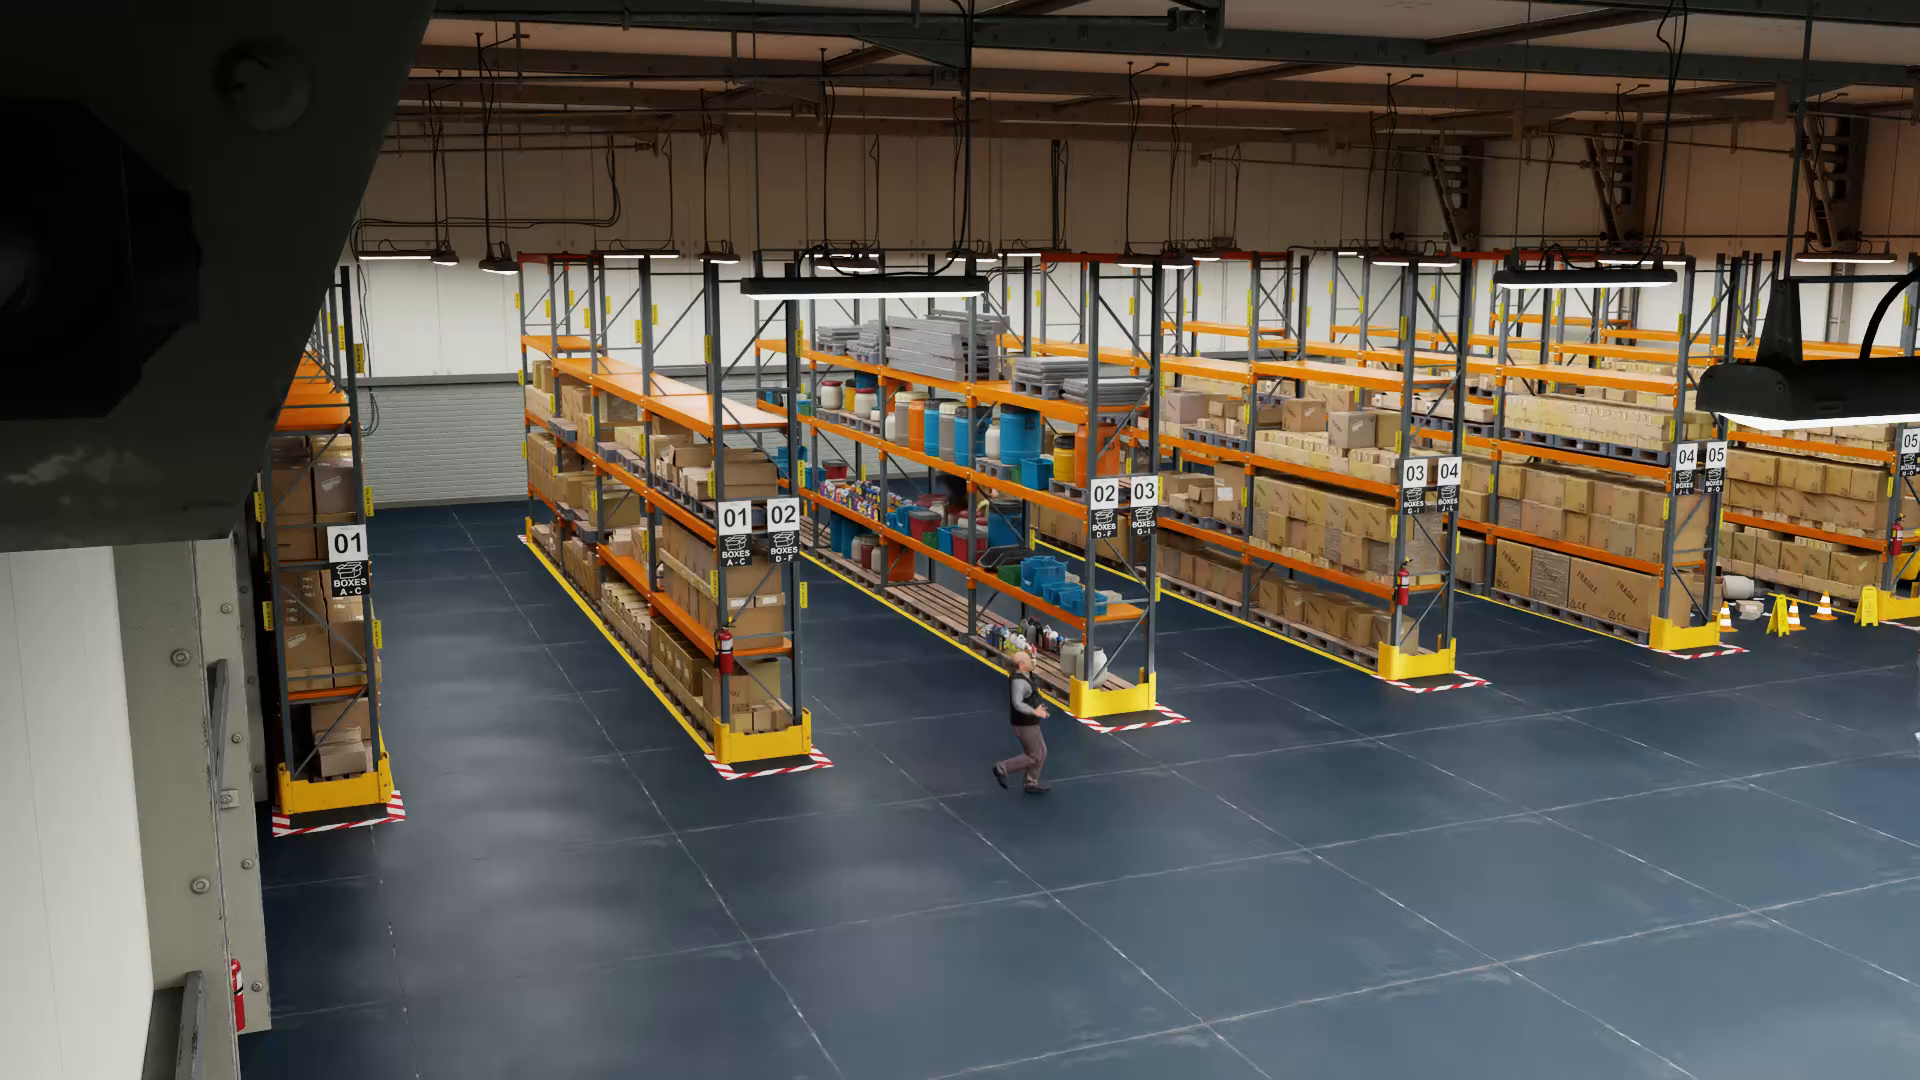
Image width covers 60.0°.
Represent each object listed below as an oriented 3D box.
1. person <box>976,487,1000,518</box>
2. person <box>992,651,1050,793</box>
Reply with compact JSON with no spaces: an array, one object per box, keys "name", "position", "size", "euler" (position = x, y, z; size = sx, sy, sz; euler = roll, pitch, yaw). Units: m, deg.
[{"name":"person","position":[0.648,-0.249,31.717],"size":[0.573,1.519,0.554],"euler":[-6,12,-31]},{"name":"person","position":[0.702,2.085,18.994],"size":[0.674,1.677,0.665],"euler":[0,10,1]}]
